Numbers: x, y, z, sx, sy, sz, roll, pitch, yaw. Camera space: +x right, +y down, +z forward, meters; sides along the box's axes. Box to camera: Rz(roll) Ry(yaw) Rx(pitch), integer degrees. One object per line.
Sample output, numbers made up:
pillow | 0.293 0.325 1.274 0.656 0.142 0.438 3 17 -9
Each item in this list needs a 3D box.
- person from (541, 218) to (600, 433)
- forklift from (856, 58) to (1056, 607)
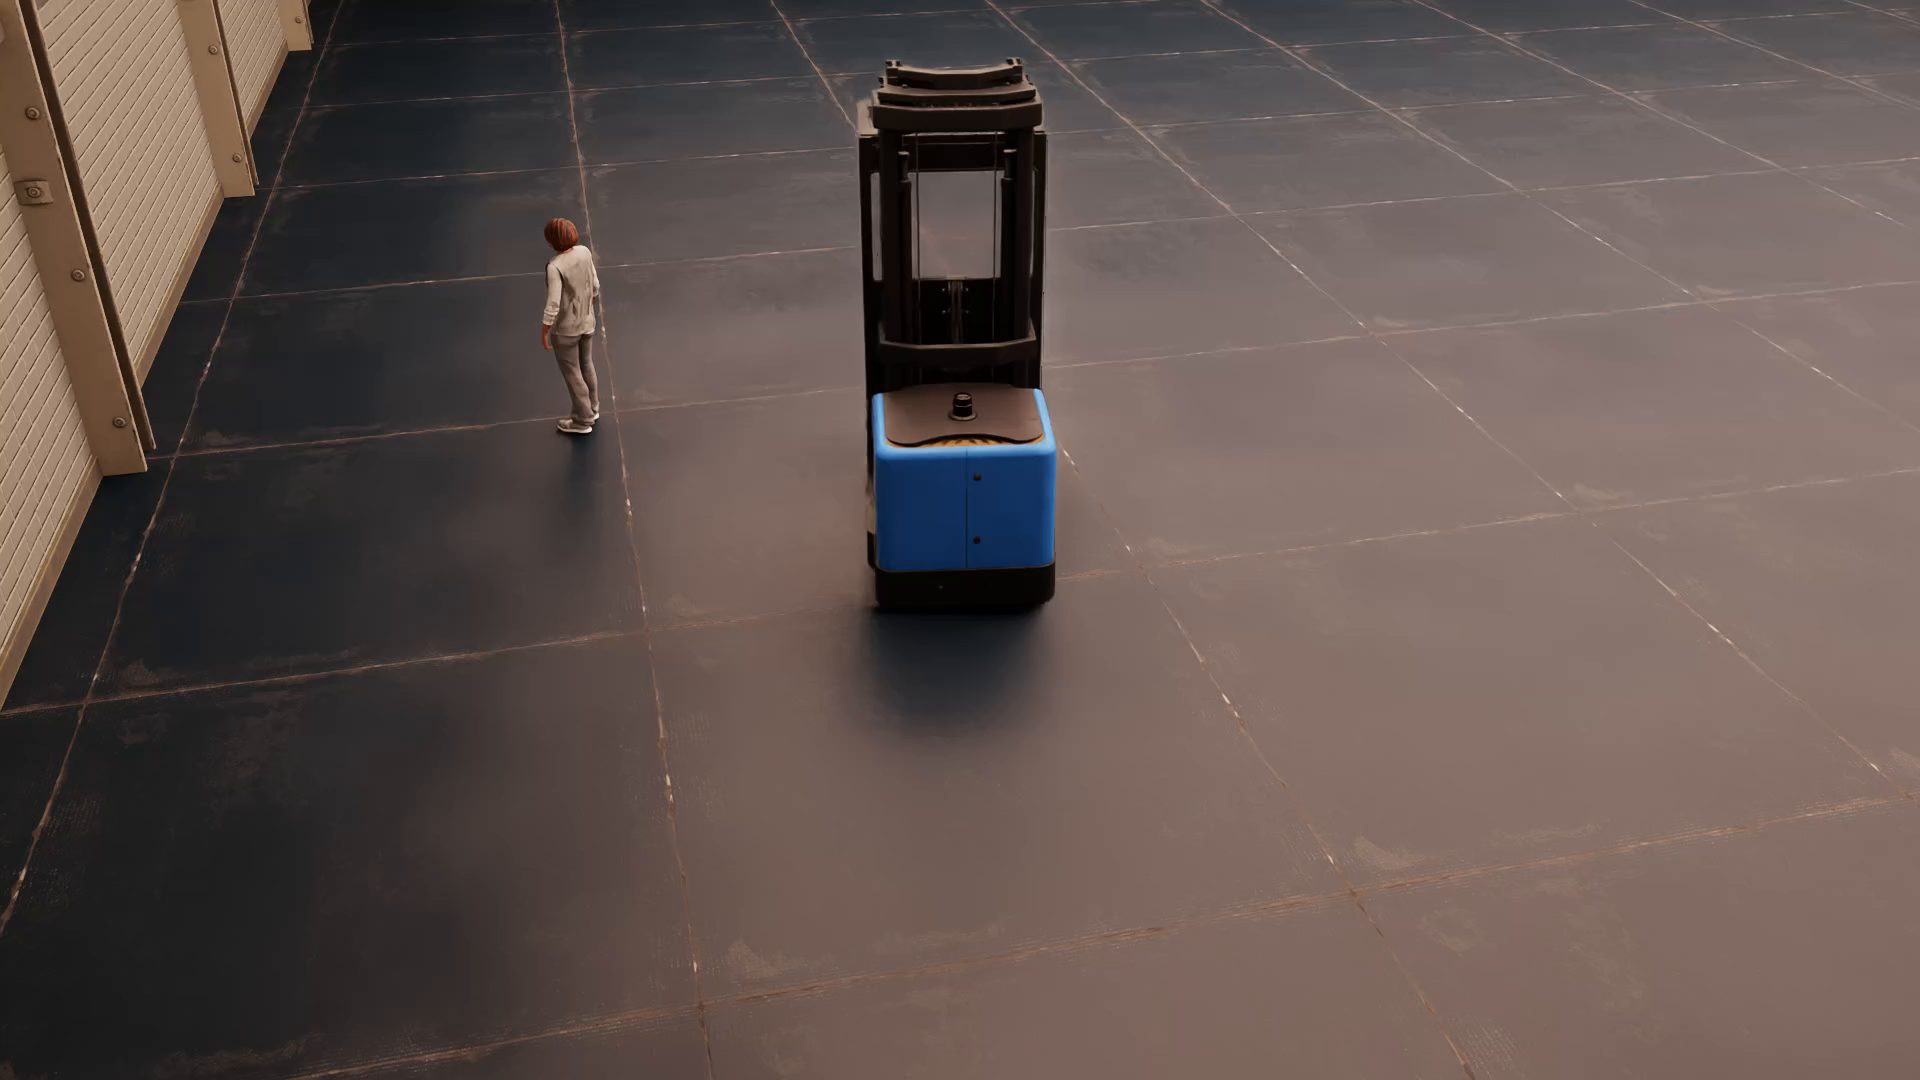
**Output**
person | -2.723 -1.481 11.451 0.474 1.597 0.520 17 34 27
forklift | -0.062 -1.585 10.313 1.130 2.935 3.031 -2 30 -3
